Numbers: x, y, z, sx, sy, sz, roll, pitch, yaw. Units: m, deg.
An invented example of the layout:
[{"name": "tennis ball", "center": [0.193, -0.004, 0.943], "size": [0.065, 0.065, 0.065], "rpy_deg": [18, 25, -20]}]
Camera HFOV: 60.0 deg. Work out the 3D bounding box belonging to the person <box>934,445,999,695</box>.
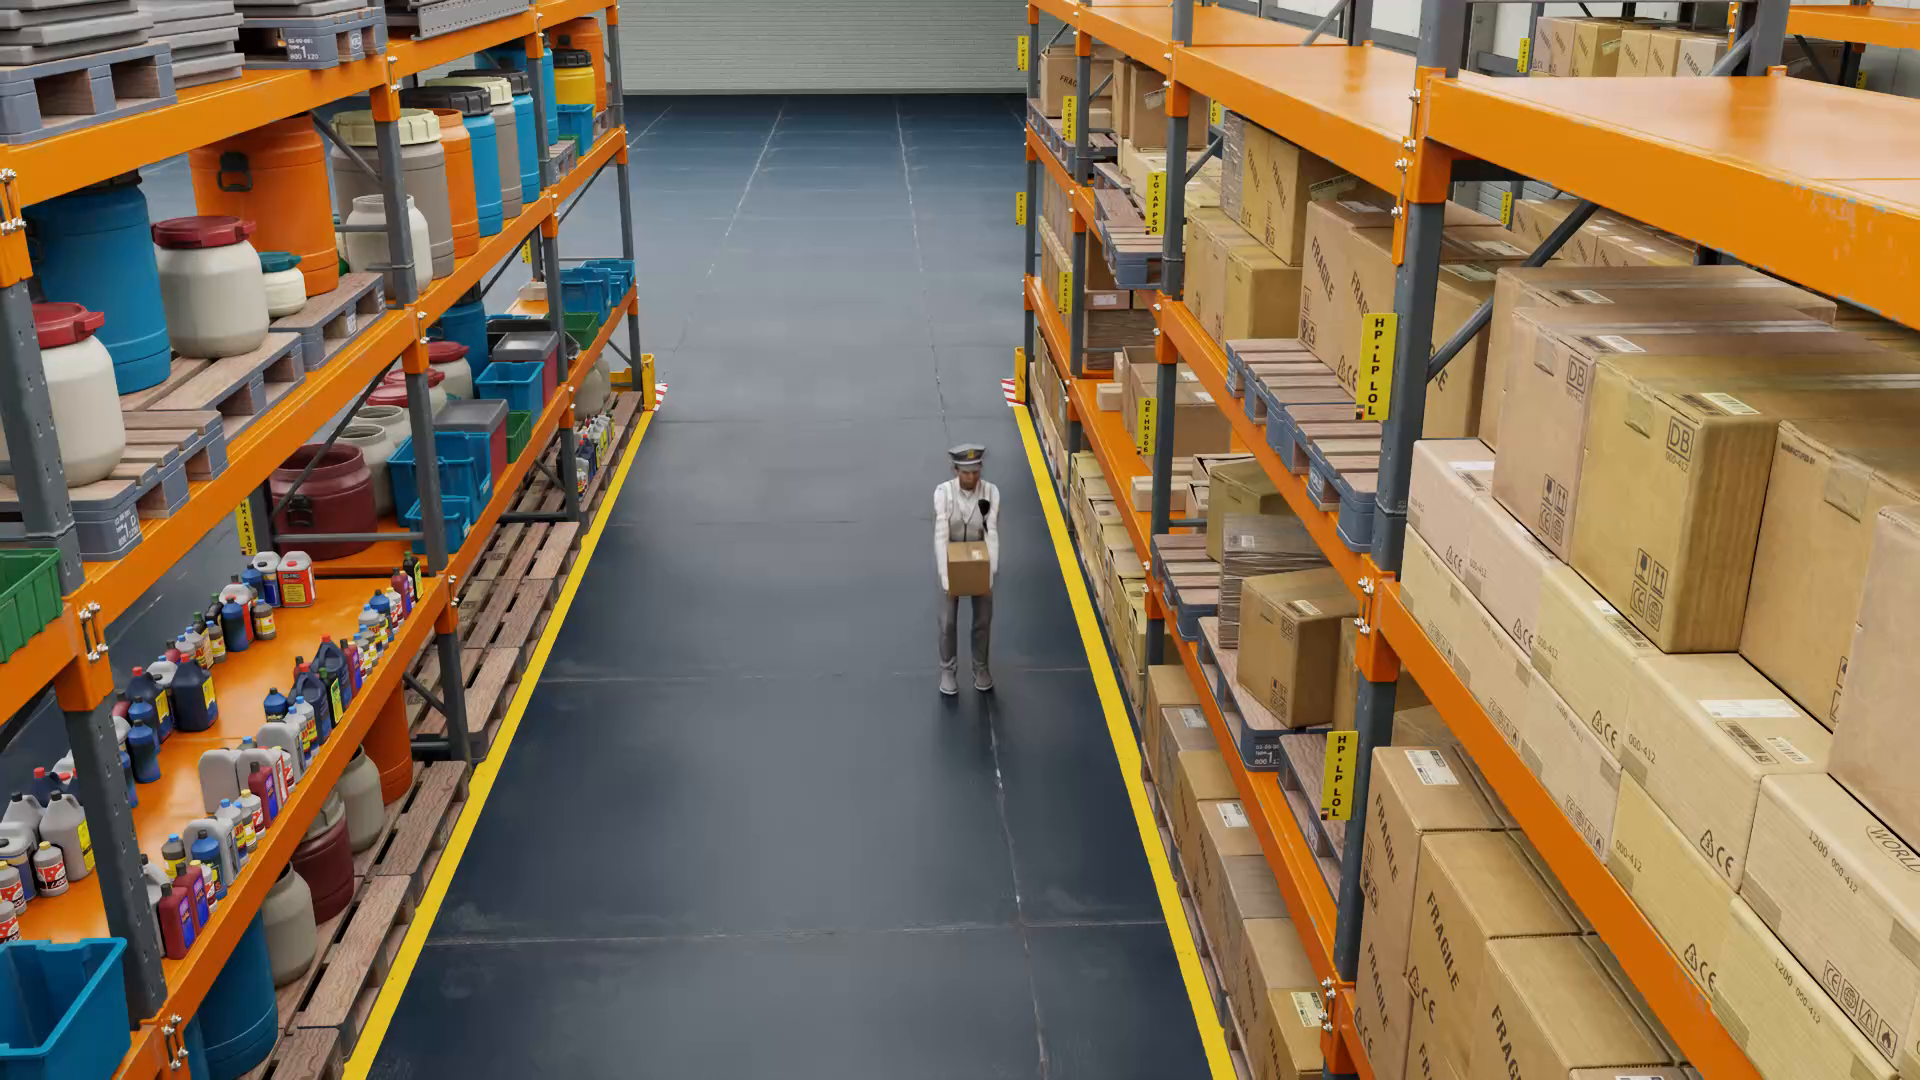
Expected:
[{"name": "person", "center": [0.045, 0.188, 10.590], "size": [0.417, 1.664, 0.541], "rpy_deg": [-2, 21, -5]}]
